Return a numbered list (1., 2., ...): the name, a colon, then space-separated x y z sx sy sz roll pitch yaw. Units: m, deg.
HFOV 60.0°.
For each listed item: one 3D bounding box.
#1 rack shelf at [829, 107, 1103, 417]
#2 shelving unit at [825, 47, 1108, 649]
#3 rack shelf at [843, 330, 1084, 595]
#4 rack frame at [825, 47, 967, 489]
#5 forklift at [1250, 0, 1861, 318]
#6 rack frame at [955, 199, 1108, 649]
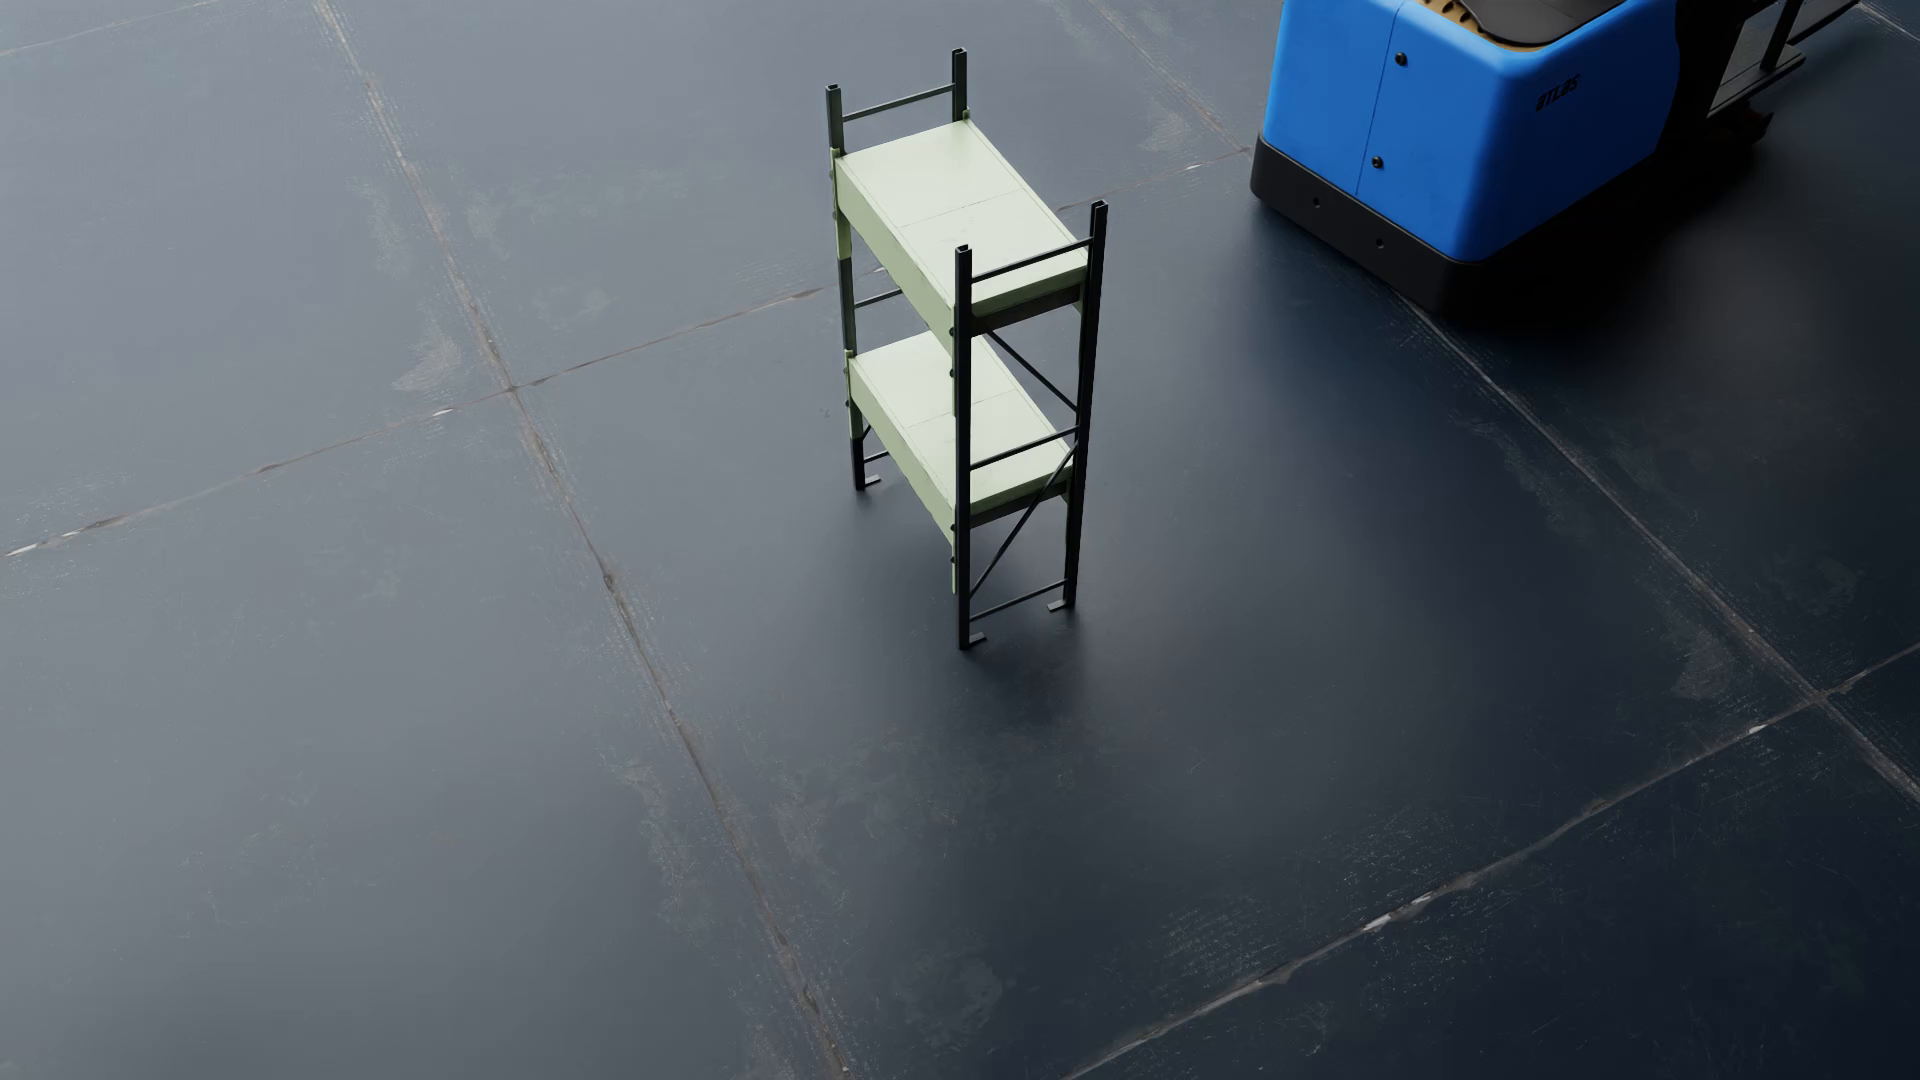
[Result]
1. rack shelf: 0.003 -0.746 4.388 0.431 0.370 0.720 -21 52 -18
2. shelving unit: 0.003 -0.489 4.682 0.431 1.500 0.755 -21 52 -18
3. rack shelf: 0.003 -0.275 4.927 0.431 0.370 0.720 -21 52 -18
4. rack frame: -0.164 -0.734 4.896 0.400 1.500 0.023 -21 52 -18
5. forklift: 2.563 -2.690 5.656 3.031 2.935 1.130 -32 56 -25
6. rack frame: 0.171 -0.244 4.467 0.400 1.500 0.023 -21 52 -18
